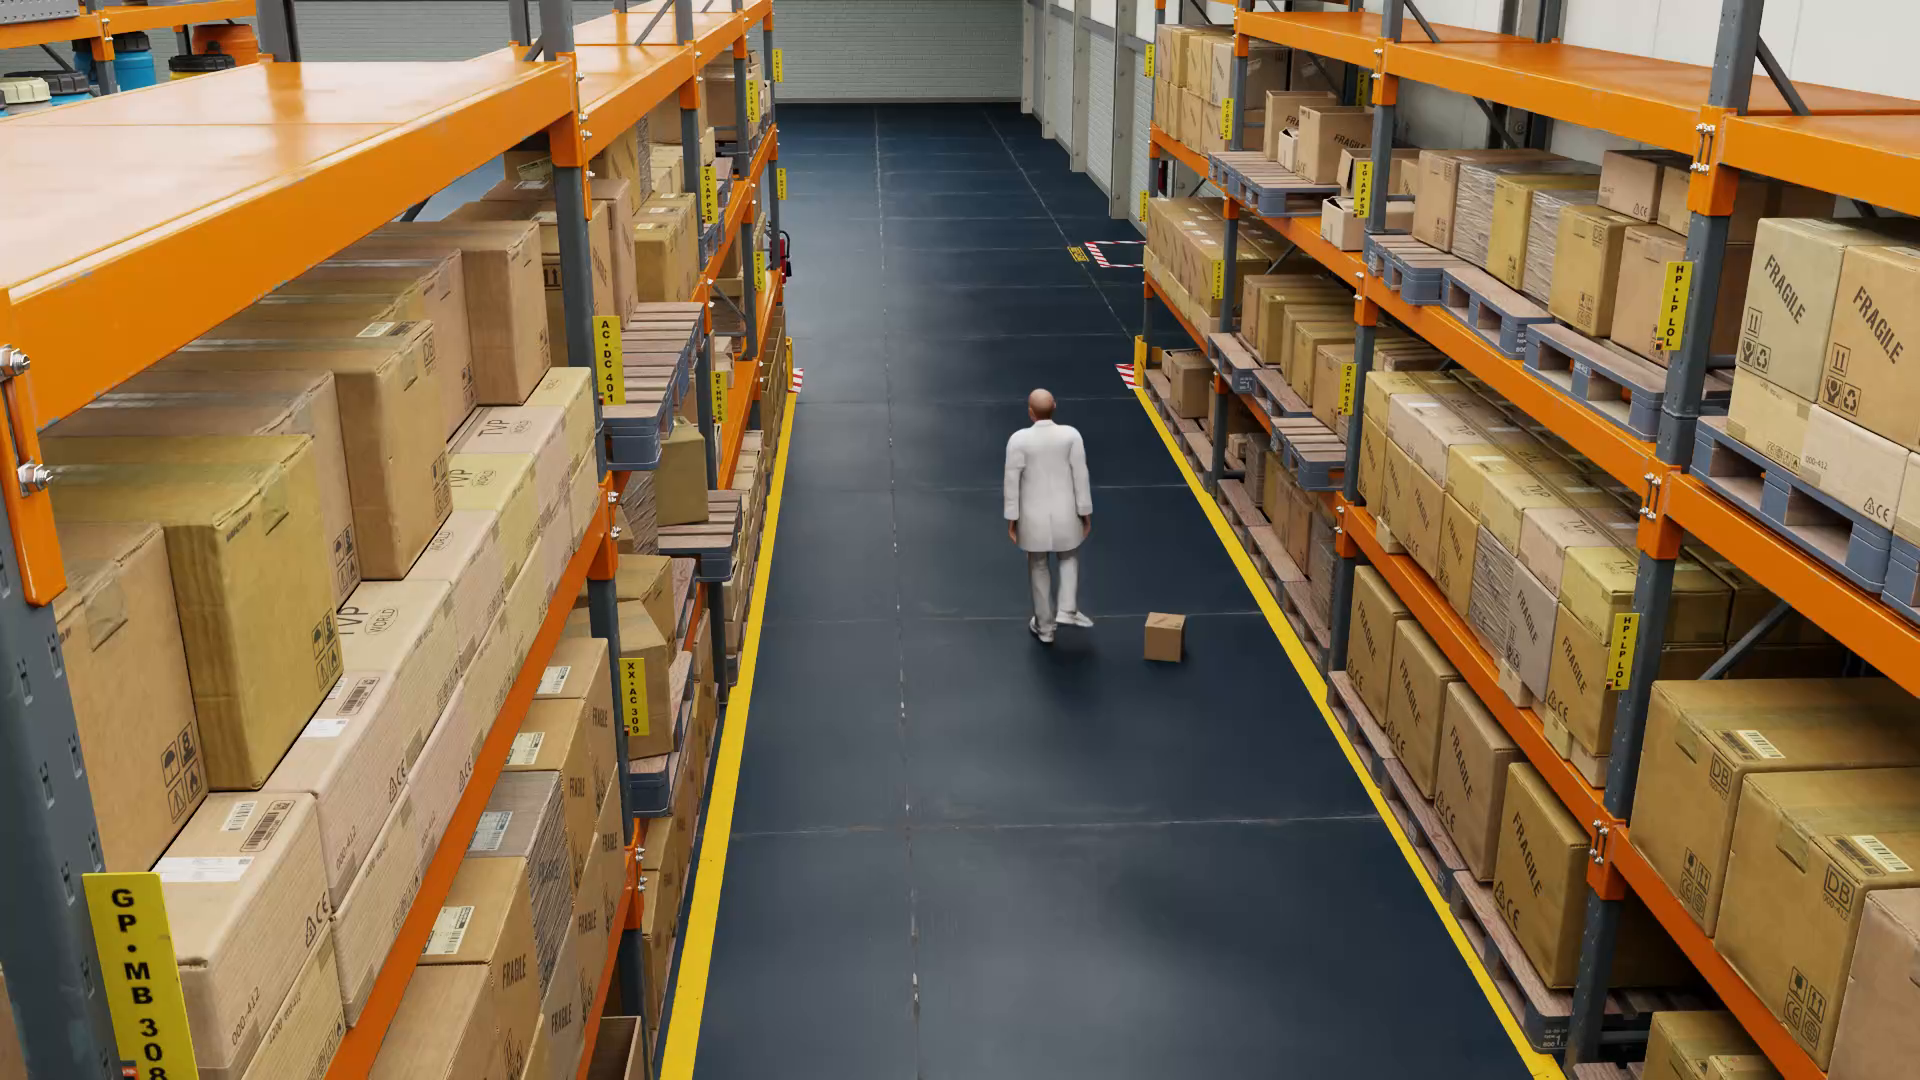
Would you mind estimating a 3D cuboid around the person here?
[{"bbox_3d":[0.616,-0.150,11.484,0.628,1.772,0.578,-2,20,-4],"label":"person"}]
